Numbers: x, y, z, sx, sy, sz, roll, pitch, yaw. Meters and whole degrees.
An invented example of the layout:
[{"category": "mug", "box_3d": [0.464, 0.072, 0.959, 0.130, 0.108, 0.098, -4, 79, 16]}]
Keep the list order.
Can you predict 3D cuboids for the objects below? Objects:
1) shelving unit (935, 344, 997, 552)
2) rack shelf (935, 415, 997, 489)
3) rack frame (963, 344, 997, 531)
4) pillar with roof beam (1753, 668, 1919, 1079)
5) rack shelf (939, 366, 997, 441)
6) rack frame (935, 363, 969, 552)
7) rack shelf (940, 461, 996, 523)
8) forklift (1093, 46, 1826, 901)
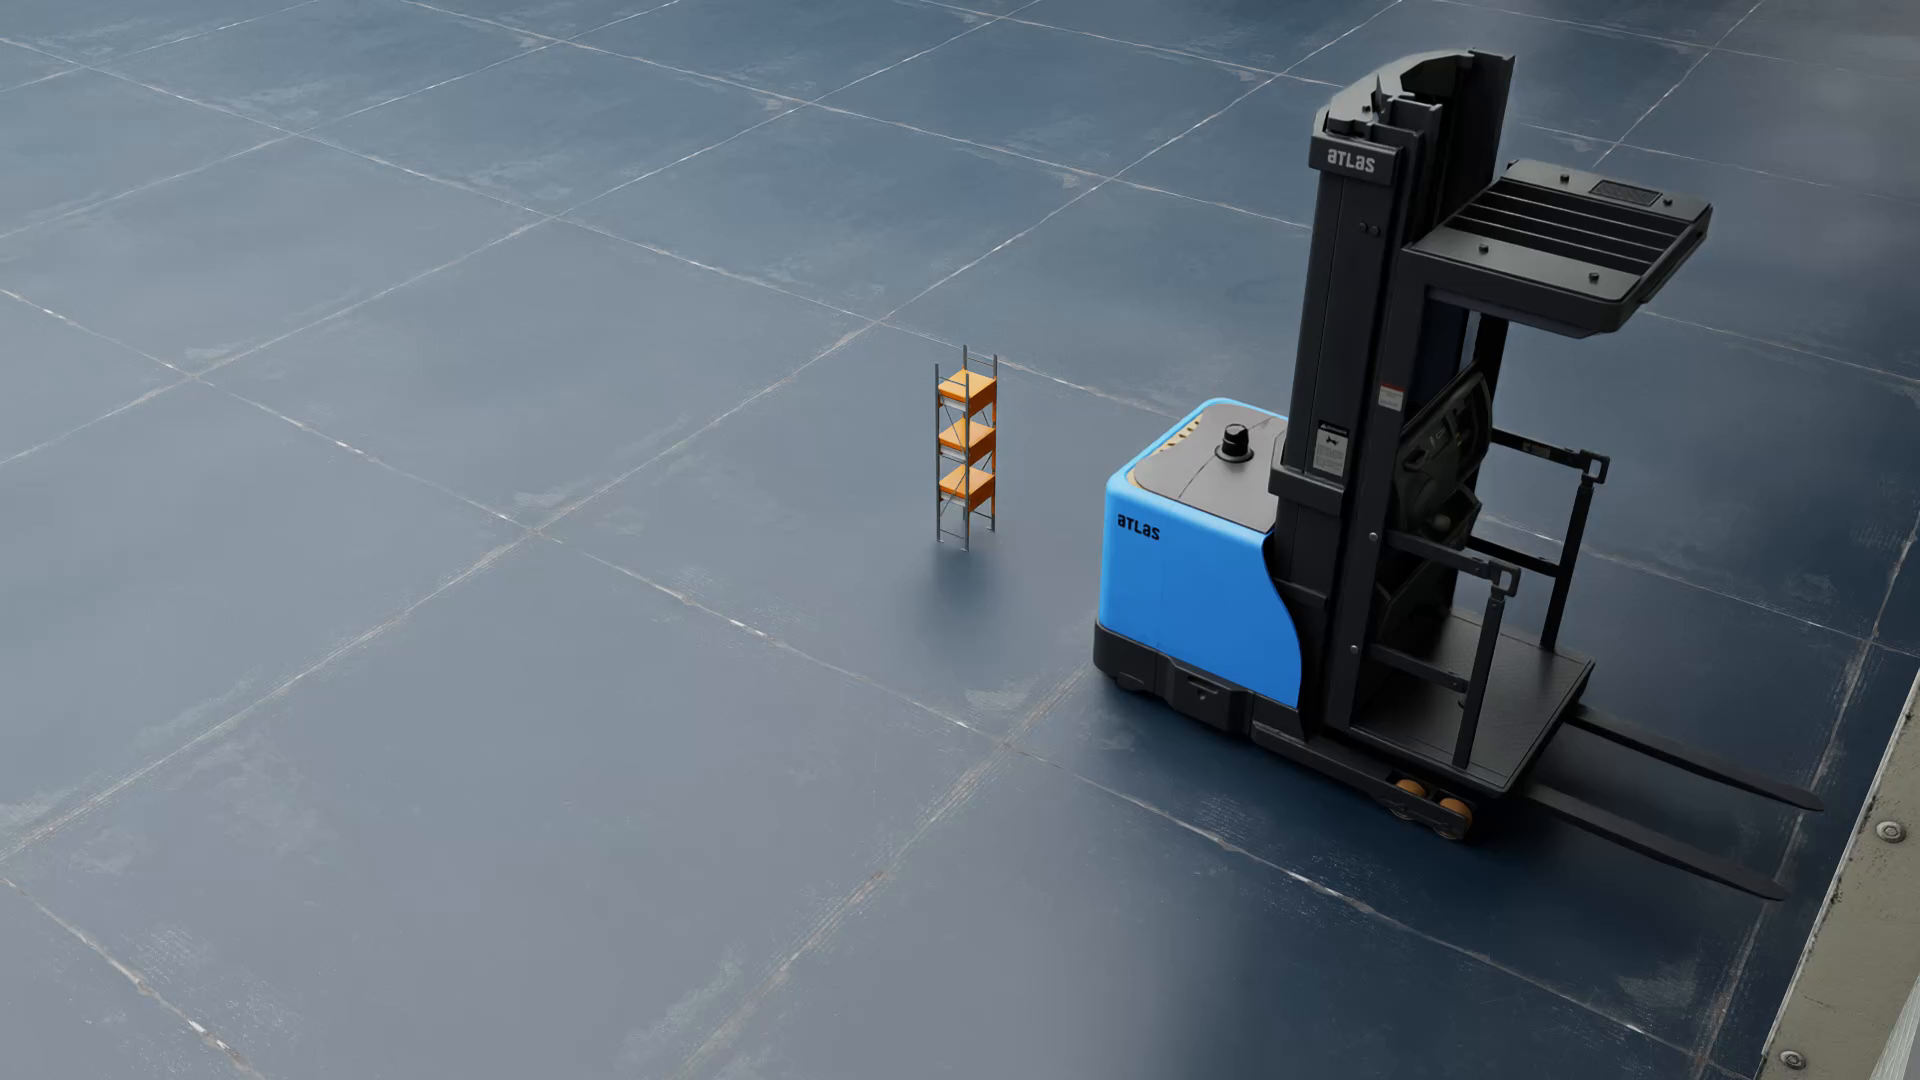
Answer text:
[{"category": "shelving unit", "box_3d": [0.031, -0.460, 8.492, 0.215, 1.050, 0.252, 21, 39, 28]}, {"category": "rack shelf", "box_3d": [0.031, -0.451, 8.498, 0.215, 0.259, 0.240, 21, 39, 28]}, {"category": "rack frame", "box_3d": [0.100, -0.516, 8.575, 0.200, 1.050, 0.008, 21, 39, 28]}, {"category": "pillar with roof beam", "box_3d": [-0.599, -3.131, 5.346, 9.100, 9.000, 0.400, 21, 39, 28]}, {"category": "rack shelf", "box_3d": [0.031, -0.686, 8.339, 0.215, 0.259, 0.240, 21, 39, 28]}, {"category": "rack frame", "box_3d": [-0.039, -0.403, 8.409, 0.200, 1.050, 0.008, 21, 39, 28]}, {"category": "rack shelf", "box_3d": [0.031, -0.221, 8.654, 0.215, 0.259, 0.240, 21, 39, 28]}, {"category": "forklift", "box_3d": [2.110, -0.311, 6.593, 3.031, 2.935, 1.130, 22, 40, 29]}]
